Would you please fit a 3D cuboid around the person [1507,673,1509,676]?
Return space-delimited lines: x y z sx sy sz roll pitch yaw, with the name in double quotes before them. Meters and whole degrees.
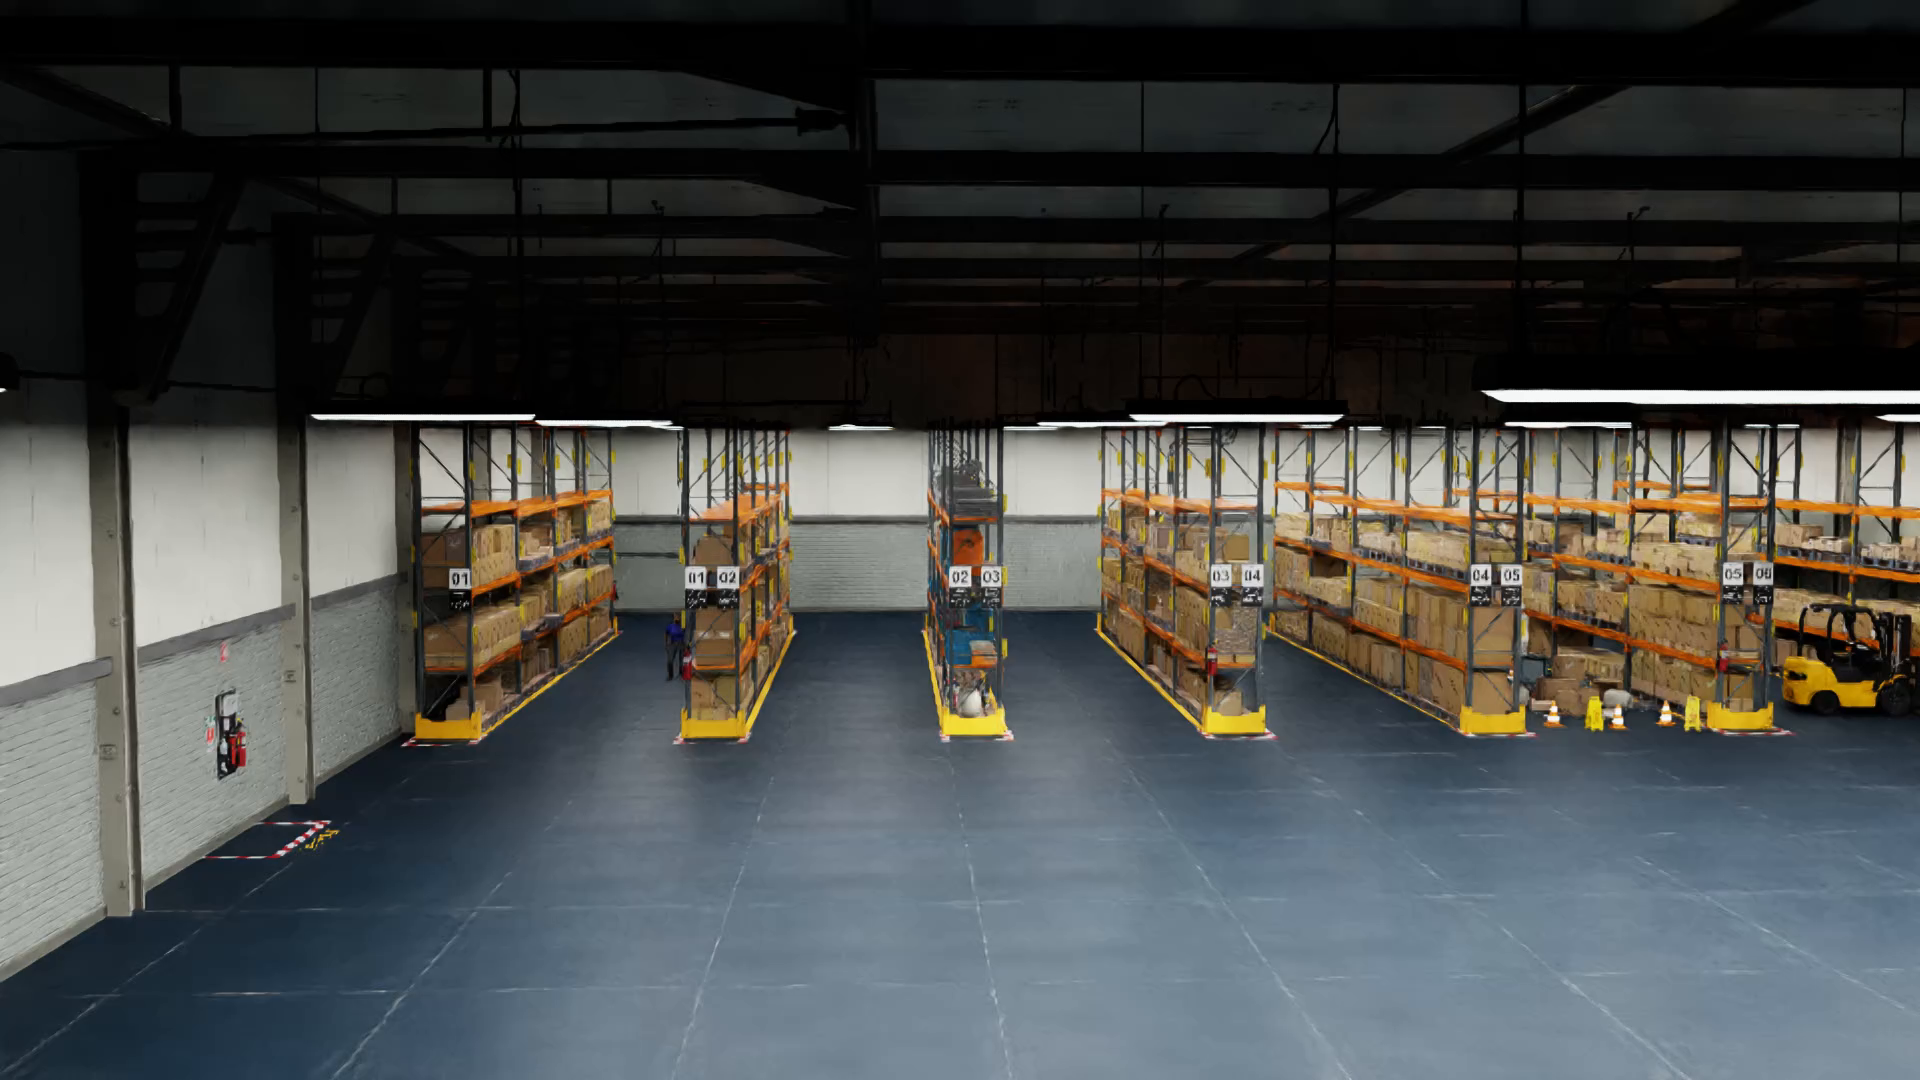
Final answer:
"person" 12.874 3.111 38.392 0.572 0.184 0.493 2 4 24

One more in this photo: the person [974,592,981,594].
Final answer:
"person" 0.581 1.607 45.314 0.555 0.909 0.536 -1 4 -21
